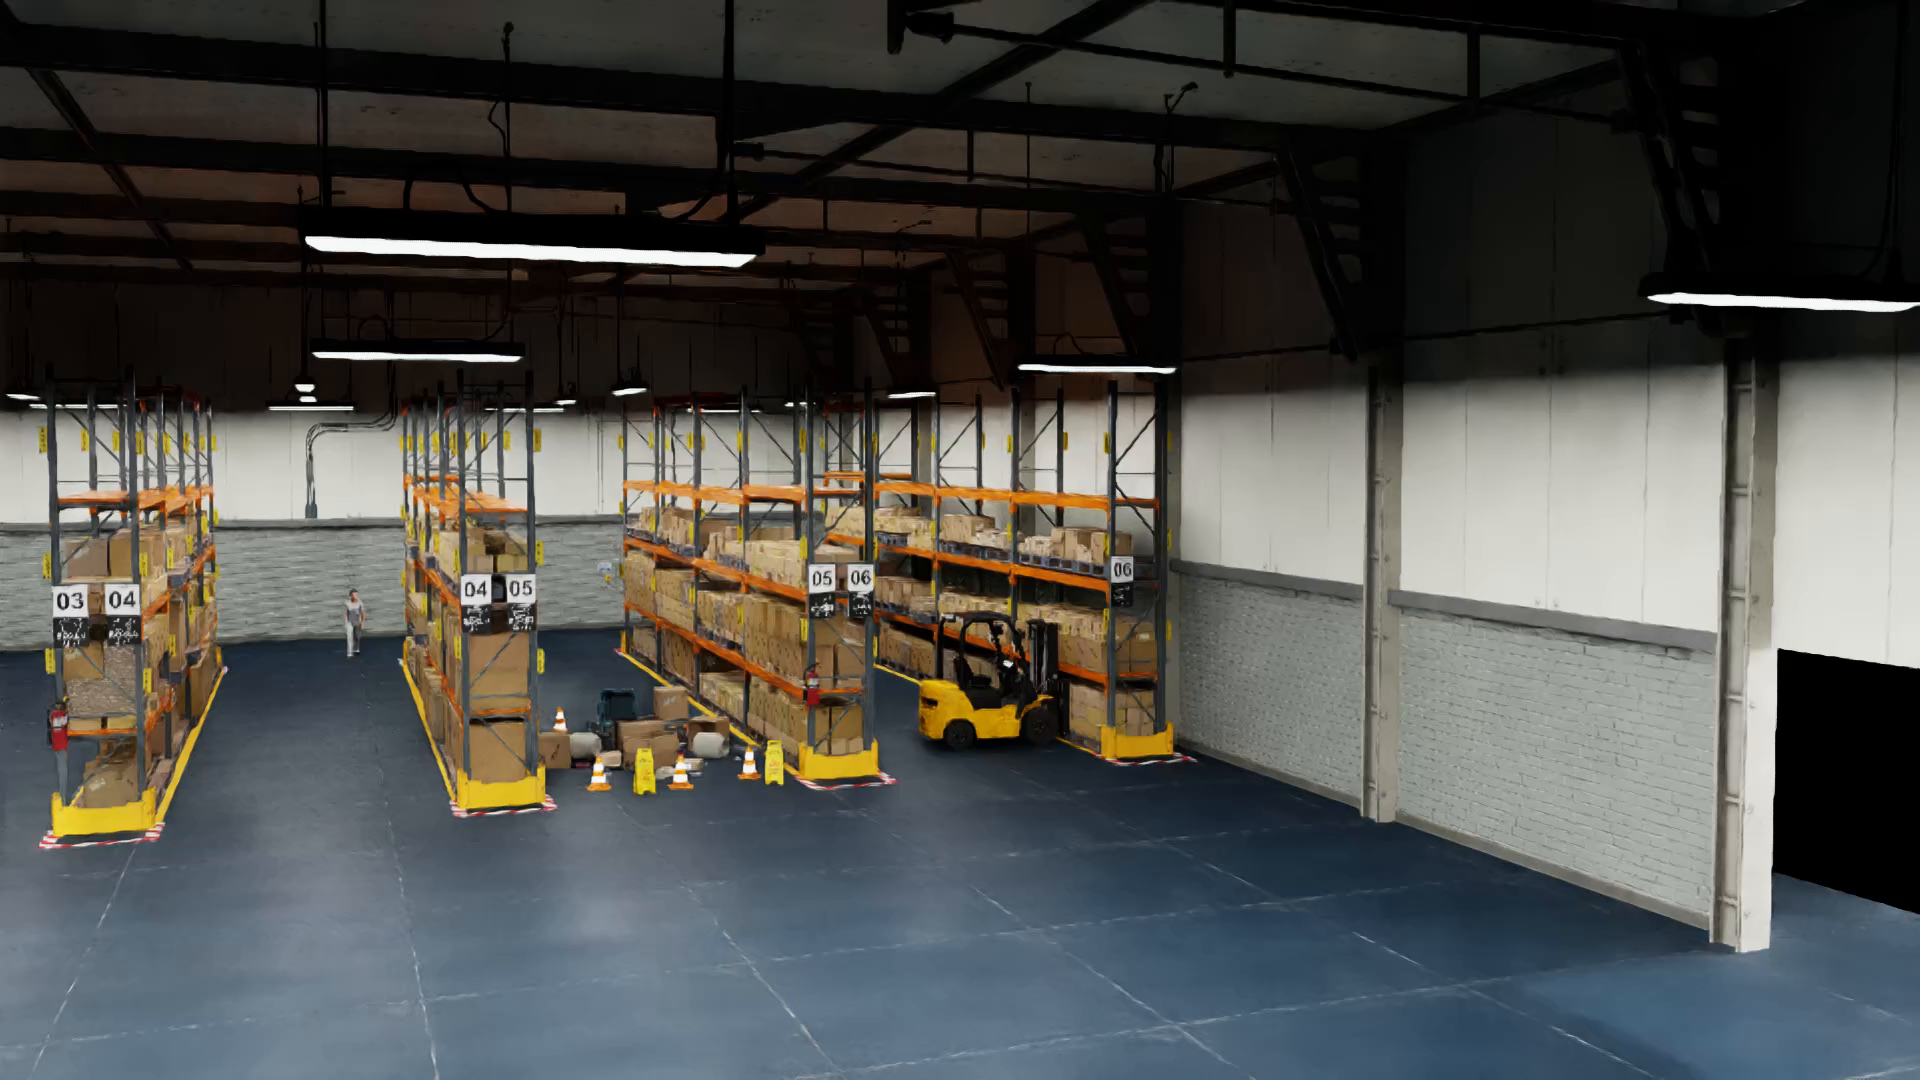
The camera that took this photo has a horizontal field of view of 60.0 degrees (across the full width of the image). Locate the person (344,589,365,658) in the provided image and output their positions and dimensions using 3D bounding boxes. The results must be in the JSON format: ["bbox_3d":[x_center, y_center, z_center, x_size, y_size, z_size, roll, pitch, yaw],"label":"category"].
[{"bbox_3d":[-14.112,1.925,38.776,0.445,1.591,1.110,-1,4,-23],"label":"person"}]
